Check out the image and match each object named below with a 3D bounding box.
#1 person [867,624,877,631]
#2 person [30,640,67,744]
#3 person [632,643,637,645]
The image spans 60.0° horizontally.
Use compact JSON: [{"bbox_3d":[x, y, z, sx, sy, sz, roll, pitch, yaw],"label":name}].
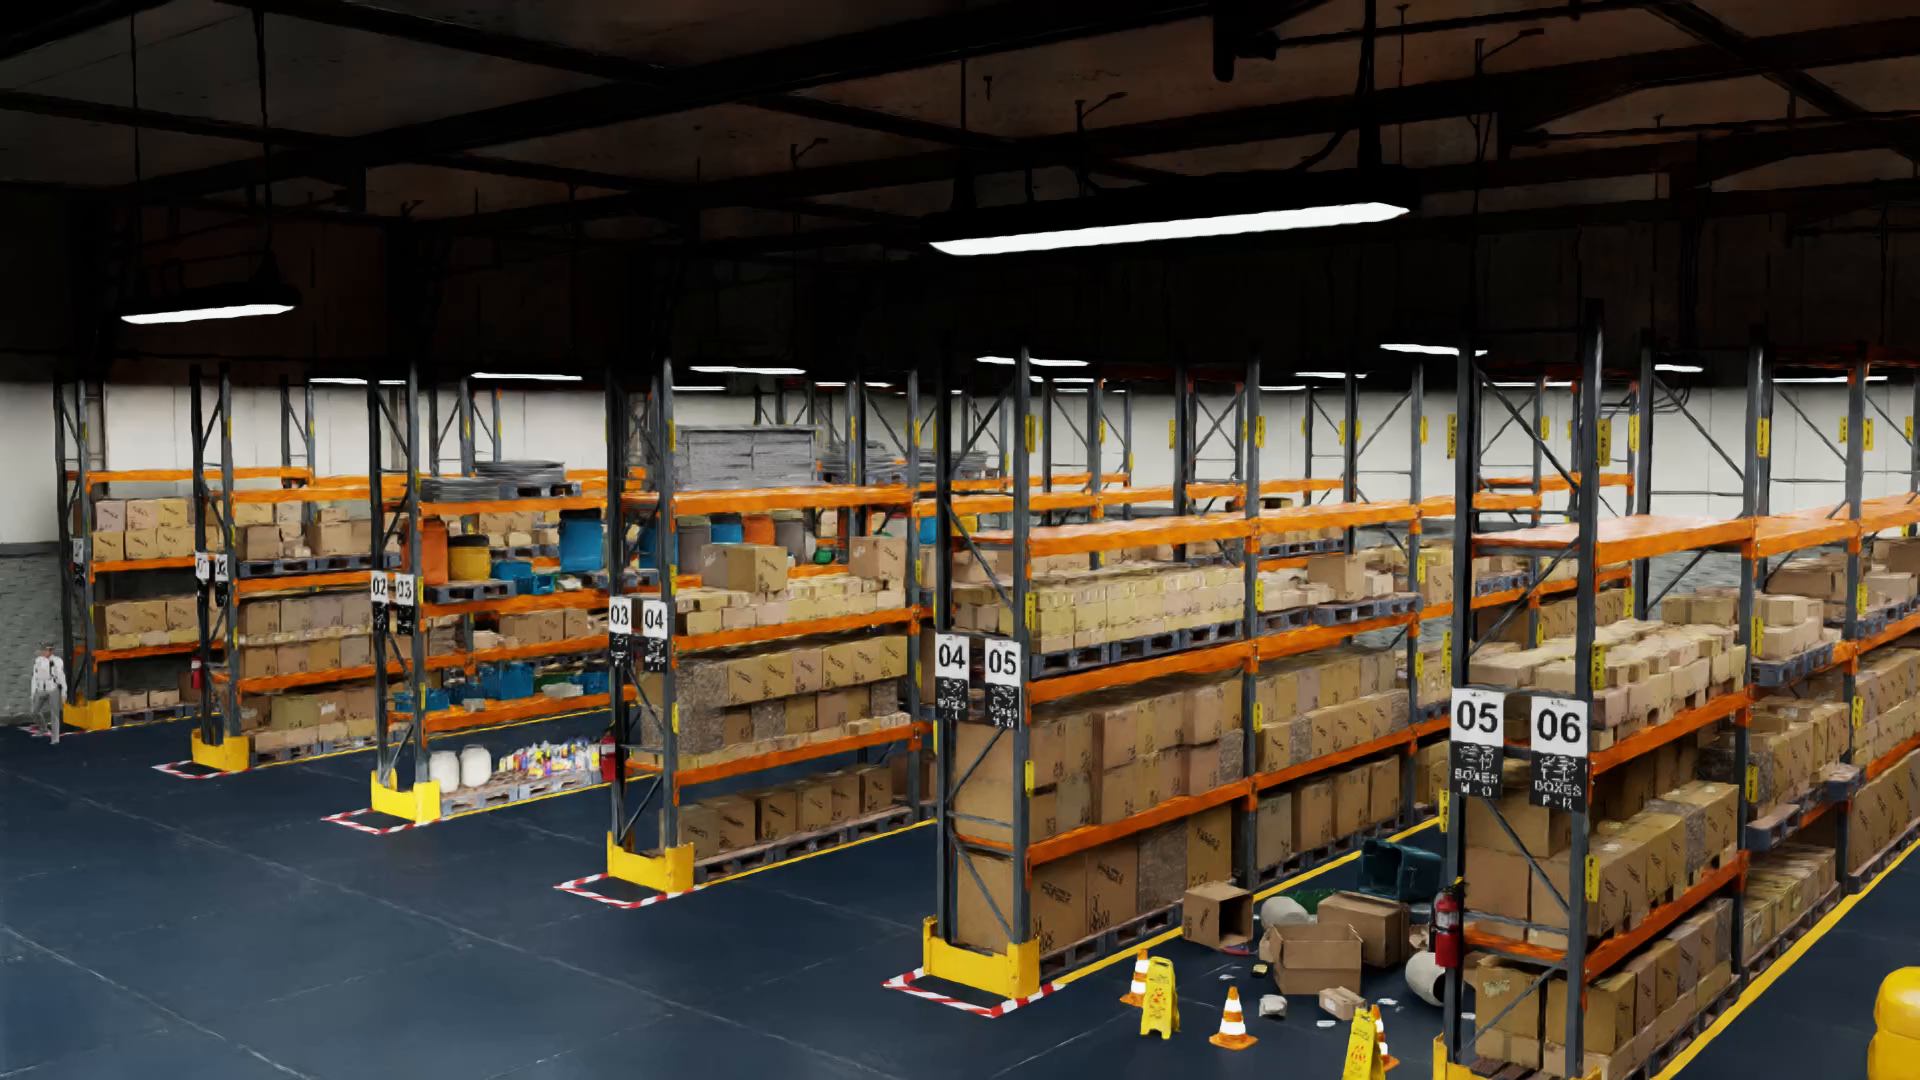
[{"bbox_3d":[-1.831,2.021,32.438,0.497,1.583,1.090,4,6,42],"label":"person"},{"bbox_3d":[-14.621,2.417,26.597,0.653,1.662,0.500,0,4,0],"label":"person"},{"bbox_3d":[-6.980,1.792,34.814,0.583,1.686,1.111,3,5,38],"label":"person"}]
